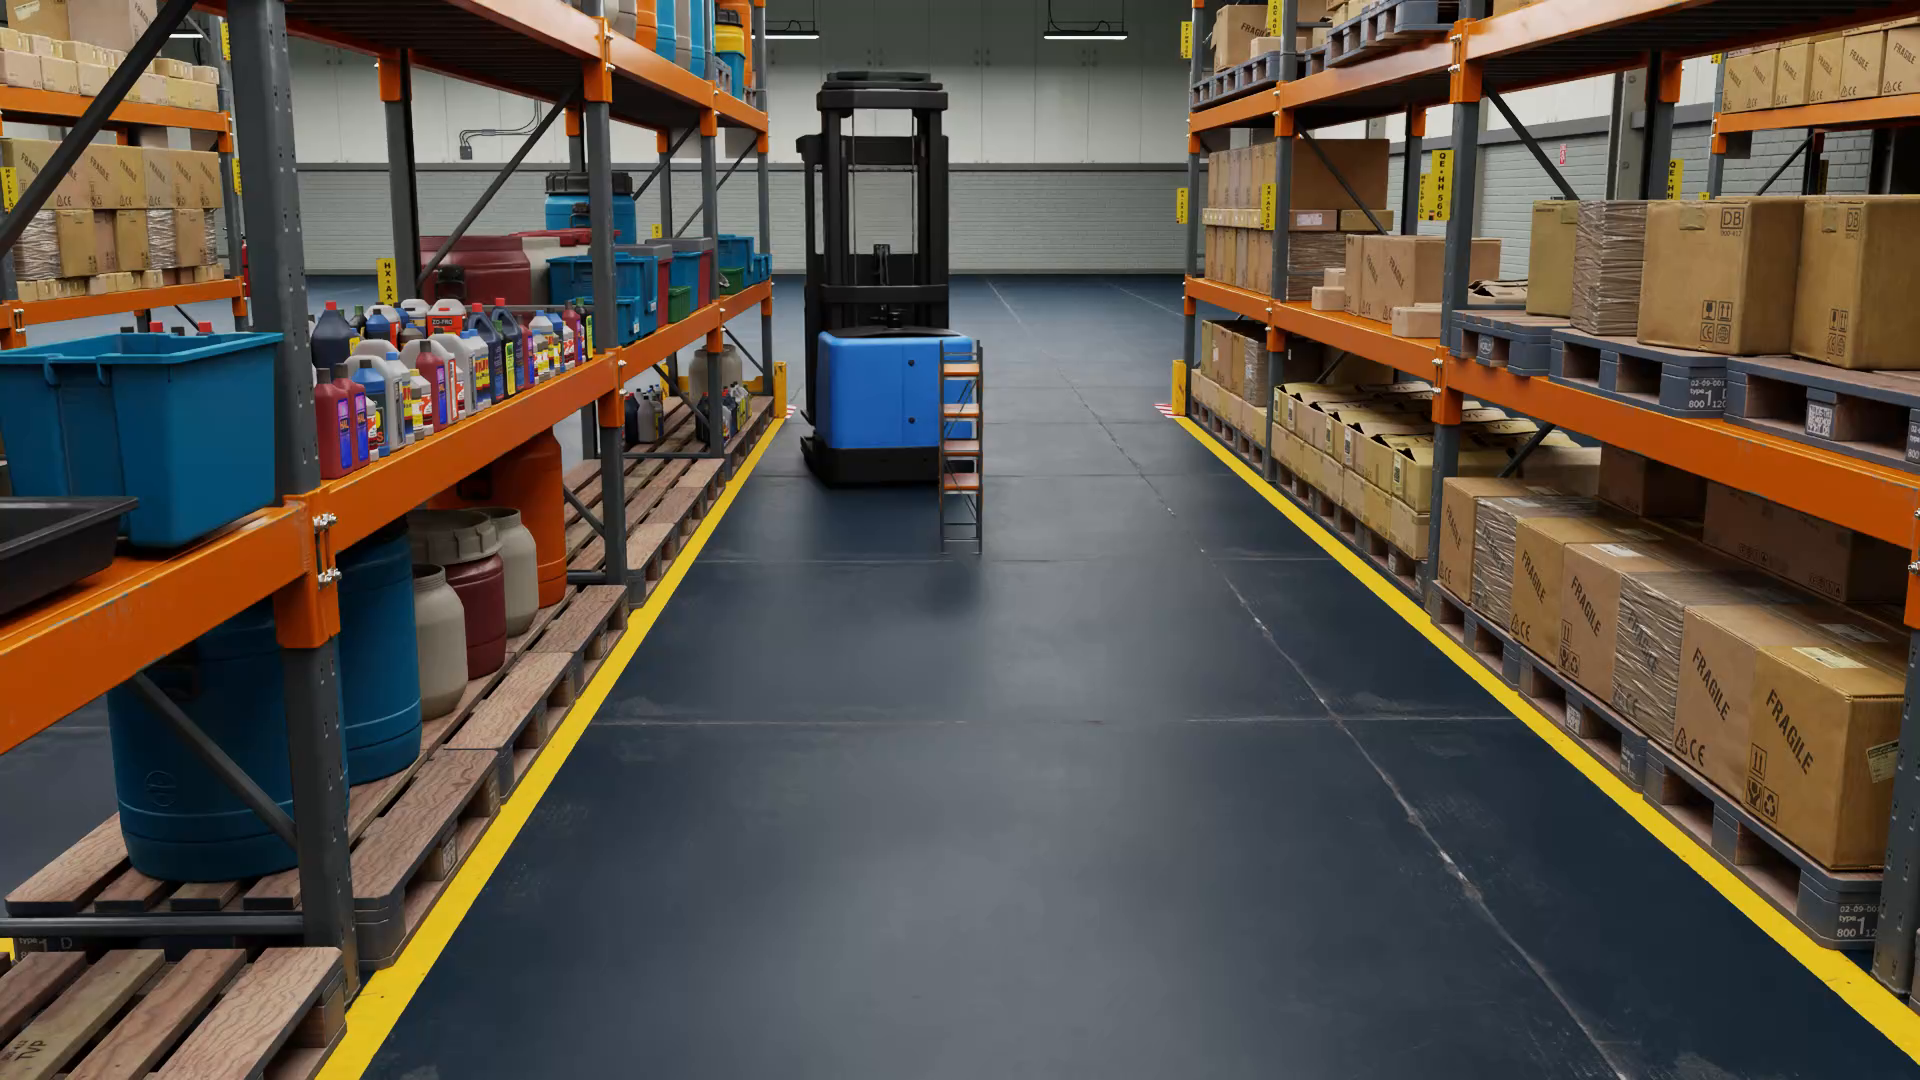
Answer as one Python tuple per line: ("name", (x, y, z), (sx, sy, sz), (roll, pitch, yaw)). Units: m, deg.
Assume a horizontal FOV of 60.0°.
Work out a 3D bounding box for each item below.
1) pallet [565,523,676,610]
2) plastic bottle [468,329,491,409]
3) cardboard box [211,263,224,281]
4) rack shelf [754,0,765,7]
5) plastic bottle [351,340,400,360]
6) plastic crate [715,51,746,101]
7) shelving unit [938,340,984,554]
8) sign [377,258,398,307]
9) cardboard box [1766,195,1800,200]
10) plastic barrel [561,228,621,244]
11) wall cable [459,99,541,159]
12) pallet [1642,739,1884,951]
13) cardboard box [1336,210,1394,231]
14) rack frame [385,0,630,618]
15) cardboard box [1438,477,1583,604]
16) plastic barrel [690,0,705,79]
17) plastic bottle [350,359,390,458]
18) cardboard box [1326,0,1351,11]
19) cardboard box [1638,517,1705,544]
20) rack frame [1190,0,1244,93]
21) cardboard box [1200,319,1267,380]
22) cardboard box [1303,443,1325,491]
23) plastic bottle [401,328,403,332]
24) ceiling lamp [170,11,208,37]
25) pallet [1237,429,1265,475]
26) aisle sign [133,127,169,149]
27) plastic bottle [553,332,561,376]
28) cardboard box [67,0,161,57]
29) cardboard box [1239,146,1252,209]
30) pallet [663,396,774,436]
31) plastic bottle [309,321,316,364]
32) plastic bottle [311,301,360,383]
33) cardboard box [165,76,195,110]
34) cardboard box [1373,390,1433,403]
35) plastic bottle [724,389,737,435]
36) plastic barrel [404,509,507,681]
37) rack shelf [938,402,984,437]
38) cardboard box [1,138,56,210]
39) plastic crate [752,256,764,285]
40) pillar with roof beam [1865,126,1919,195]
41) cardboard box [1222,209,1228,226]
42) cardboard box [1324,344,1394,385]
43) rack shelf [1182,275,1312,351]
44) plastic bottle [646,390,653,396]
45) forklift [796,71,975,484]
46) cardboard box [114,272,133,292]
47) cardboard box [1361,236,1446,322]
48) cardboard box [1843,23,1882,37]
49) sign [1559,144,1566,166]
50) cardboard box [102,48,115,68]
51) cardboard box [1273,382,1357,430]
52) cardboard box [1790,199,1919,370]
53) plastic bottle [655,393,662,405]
("pallet", (-2.111, 0.128, 8.897), (1.003, 0.211, 1.213), (0, 11, -1))
("plastic bottle", (-1.680, -0.593, 5.759), (0.097, 0.271, 0.097), (0, 11, 0))
("cardboard box", (-7.038, -2.475, 15.348), (0.380, 0.149, 0.250), (0, 11, -1))
("rack shelf", (-2.257, -4.669, 13.254), (1.077, 0.370, 4.000), (0, 11, -1))
("plastic bottle", (-1.851, -0.506, 5.319), (0.152, 0.276, 0.135), (0, 11, -1))
("plastic crate", (-1.958, -3.759, 13.540), (0.392, 0.384, 0.575), (0, 11, -1))
("shelving unit", (0.003, -0.555, 9.778), (0.258, 1.200, 0.503), (0, 11, -1))
("sign", (-2.683, -1.161, 7.826), (0.100, 0.325, 0.005), (0, 11, -1))
("cardboard box", (7.320, -2.722, 14.373), (0.500, 0.500, 0.500), (-1, 11, -3))
("plastic barrel", (-2.416, -1.755, 10.824), (0.433, 0.535, 0.433), (0, 11, 0))
("wall cable", (-12.875, -13.648, 46.143), (2.305, 6.003, 0.169), (0, 11, -1))
("pallet", (2.847, 0.896, 5.111), (1.003, 0.211, 1.213), (0, 11, -1))
("cardboard box", (2.924, -2.320, 12.069), (0.380, 0.149, 0.250), (0, 11, -1))
("rack frame", (-2.133, -1.084, 7.860), (1.000, 3.000, 0.127), (0, 11, -1))
("cardboard box", (2.543, -0.003, 7.710), (0.500, 0.500, 0.500), (0, 11, 1))
("plastic barrel", (-1.989, -3.495, 10.938), (0.600, 0.901, 0.708), (0, 11, -1))
("plastic bottle", (-1.657, -0.370, 4.660), (0.097, 0.271, 0.097), (0, 11, 0))
("cardboard box", (2.710, -3.746, 10.871), (0.500, 0.500, 0.500), (0, 11, 0))
("cardboard box", (3.083, 0.193, 6.743), (0.500, 0.500, 0.500), (-1, 11, -3))
("rack frame", (2.654, -5.634, 15.199), (1.000, 3.000, 0.127), (0, 11, -1))
("cardboard box", (2.455, -1.713, 14.933), (0.500, 0.500, 0.500), (0, 11, -1))
("cardboard box", (2.520, -0.472, 10.699), (0.500, 0.250, 0.500), (-1, 11, -3))
("plastic bottle", (-2.471, -0.857, 7.240), (0.097, 0.201, 0.097), (0, 11, 0))
("ceiling lamp", (-18.799, -13.466, 39.121), (2.000, 3.185, 0.800), (0, 11, -1))
("pallet", (2.762, -0.691, 12.934), (1.003, 0.211, 1.213), (0, 11, -1))
("aisle sign", (-7.552, -3.940, 15.395), (0.394, 0.787, 0.004), (0, 11, -1))
("plastic bottle", (-1.704, -0.782, 6.867), (0.097, 0.201, 0.097), (0, 11, 0))
("cardboard box", (-6.966, -4.257, 13.698), (0.500, 0.500, 0.500), (0, 11, -1))
("cardboard box", (2.690, -2.971, 13.647), (0.700, 0.500, 0.500), (0, 11, -1))
("pallet", (-2.239, -1.132, 15.107), (1.003, 0.211, 1.213), (0, 11, -1))
("plastic bottle", (-2.419, -0.661, 6.083), (0.152, 0.276, 0.135), (0, 11, -1))
("plastic bottle", (-2.270, -0.693, 6.054), (0.144, 0.351, 0.185), (0, 11, -1))
("cardboard box", (-6.973, -3.857, 14.359), (0.500, 0.250, 0.500), (0, 11, -1))
("cardboard box", (3.048, -0.850, 11.151), (0.500, 0.311, 0.500), (0, 11, 0))
("plastic bottle", (-1.822, -0.997, 12.983), (0.144, 0.351, 0.185), (-1, 11, -4))
("plastic barrel", (-2.083, 0.213, 6.473), (0.600, 0.588, 0.708), (0, 11, -1))
("rack shelf", (0.003, -0.708, 9.747), (0.258, 0.148, 0.480), (0, 11, -1))
("cardboard box", (-6.923, -2.635, 11.986), (0.500, 0.500, 0.500), (0, 11, -1))
("plastic crate", (-1.981, -2.374, 14.593), (0.499, 0.251, 0.408), (0, 11, -1))
("pillar with roof beam", (4.181, -5.502, 14.547), (9.100, 9.000, 0.400), (0, 11, -1))
("cardboard box", (2.469, -2.777, 14.321), (0.380, 0.149, 0.250), (-1, 11, -3))
("cardboard box", (3.040, -1.218, 12.494), (0.500, 0.500, 0.500), (0, 11, -1))
("rack shelf", (2.695, -1.944, 13.907), (1.077, 0.370, 4.000), (0, 11, -1))
("plastic bottle", (-2.564, -1.104, 13.710), (0.097, 0.271, 0.097), (0, 11, 0))
("forklift", (-0.674, -2.079, 12.936), (1.130, 2.935, 3.031), (-2, 12, -10))
("cardboard box", (-6.916, -2.078, 13.390), (0.380, 0.149, 0.250), (0, 11, -1))
("cardboard box", (2.757, -1.591, 10.107), (0.500, 0.500, 0.500), (0, 11, -1))
("cardboard box", (7.364, -4.250, 13.104), (0.500, 0.500, 0.500), (-1, 11, -3))
("sign", (8.448, -5.402, 23.312), (0.001, 0.298, 0.199), (0, 11, -1))
("cardboard box", (-6.971, -3.827, 13.210), (0.380, 0.149, 0.250), (0, 11, 0))
("cardboard box", (2.496, -0.949, 11.642), (0.500, 0.311, 0.500), (0, 11, -1))
("cardboard box", (3.038, -0.795, 5.127), (0.700, 0.500, 0.500), (2, 12, 8))
("plastic bottle", (-2.421, -1.026, 13.298), (0.061, 0.283, 0.133), (0, 11, -1))
